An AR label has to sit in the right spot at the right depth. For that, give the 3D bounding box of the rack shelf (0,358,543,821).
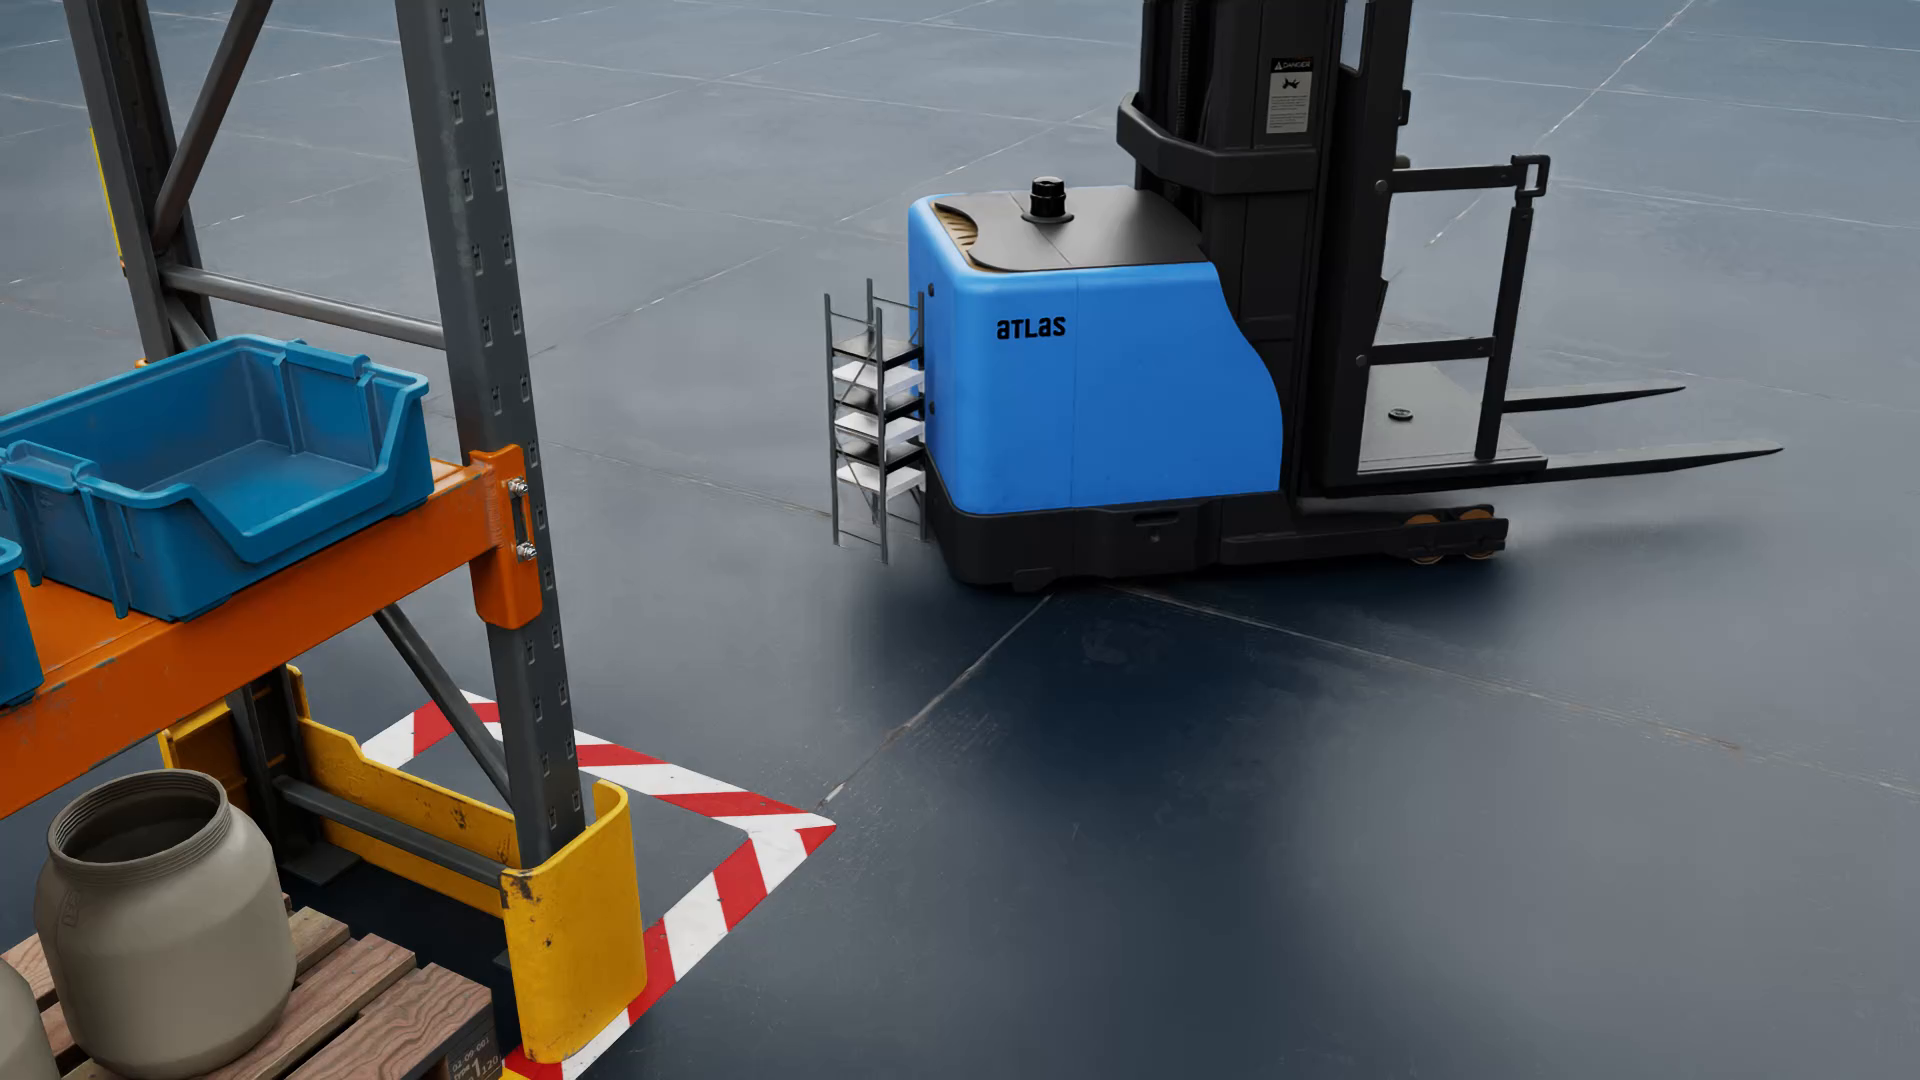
[{"bbox_3d":[-2.263,0.647,1.910,1.077,0.370,4.000,14,30,26],"label":"rack shelf"}]

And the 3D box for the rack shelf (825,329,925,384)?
[{"bbox_3d":[-0.275,-0.600,5.415,0.258,0.077,0.200,20,33,34],"label":"rack shelf"}]

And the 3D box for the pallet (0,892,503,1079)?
[{"bbox_3d":[-1.680,1.148,3.220,1.003,0.211,1.213,14,30,26],"label":"pallet"}]

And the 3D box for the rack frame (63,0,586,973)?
[{"bbox_3d":[-1.279,-0.454,3.306,1.000,3.000,0.127,14,30,26],"label":"rack frame"}]

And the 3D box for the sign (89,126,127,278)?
[{"bbox_3d":[-1.756,-0.701,3.489,0.100,0.325,0.005,14,30,26],"label":"sign"}]

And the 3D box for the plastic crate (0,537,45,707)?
[{"bbox_3d":[-1.589,0.125,2.315,0.499,0.251,0.408,14,30,26],"label":"plastic crate"}]

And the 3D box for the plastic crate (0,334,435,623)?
[{"bbox_3d":[-1.265,-0.127,2.818,0.499,0.251,0.616,14,30,26],"label":"plastic crate"}]

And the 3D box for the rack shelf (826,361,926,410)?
[{"bbox_3d":[-0.275,-0.520,5.455,0.258,0.077,0.200,20,33,34],"label":"rack shelf"}]

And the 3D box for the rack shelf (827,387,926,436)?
[{"bbox_3d":[-0.275,-0.439,5.495,0.258,0.077,0.200,20,33,34],"label":"rack shelf"}]

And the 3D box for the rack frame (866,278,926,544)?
[{"bbox_3d":[-0.211,-0.424,5.592,0.240,0.900,0.006,20,33,34],"label":"rack frame"}]

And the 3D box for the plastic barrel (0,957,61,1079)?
[{"bbox_3d":[-1.783,0.939,2.833,0.421,0.512,0.421,0,27,0],"label":"plastic barrel"}]

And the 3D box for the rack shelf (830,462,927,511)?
[{"bbox_3d":[-0.275,-0.198,5.616,0.258,0.077,0.200,20,33,34],"label":"rack shelf"}]

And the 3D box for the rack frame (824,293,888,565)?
[{"bbox_3d":[-0.339,-0.353,5.450,0.240,0.900,0.006,20,33,34],"label":"rack frame"}]

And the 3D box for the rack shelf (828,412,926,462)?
[{"bbox_3d":[-0.275,-0.359,5.536,0.258,0.077,0.200,20,33,34],"label":"rack shelf"}]

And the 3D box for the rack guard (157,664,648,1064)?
[{"bbox_3d":[-1.276,0.704,3.786,1.175,0.500,0.348,14,30,26],"label":"rack guard"}]

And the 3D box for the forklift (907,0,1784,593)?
[{"bbox_3d":[1.377,-1.455,5.382,3.031,2.935,1.130,-5,27,-10],"label":"forklift"}]

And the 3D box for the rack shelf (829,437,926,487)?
[{"bbox_3d":[-0.275,-0.278,5.576,0.258,0.077,0.200,20,33,34],"label":"rack shelf"}]

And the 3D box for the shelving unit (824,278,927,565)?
[{"bbox_3d":[-0.275,-0.389,5.521,0.258,0.900,0.210,20,33,34],"label":"shelving unit"}]

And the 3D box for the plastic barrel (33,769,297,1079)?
[{"bbox_3d":[-1.536,0.744,3.223,0.421,0.512,0.421,0,27,0],"label":"plastic barrel"}]
